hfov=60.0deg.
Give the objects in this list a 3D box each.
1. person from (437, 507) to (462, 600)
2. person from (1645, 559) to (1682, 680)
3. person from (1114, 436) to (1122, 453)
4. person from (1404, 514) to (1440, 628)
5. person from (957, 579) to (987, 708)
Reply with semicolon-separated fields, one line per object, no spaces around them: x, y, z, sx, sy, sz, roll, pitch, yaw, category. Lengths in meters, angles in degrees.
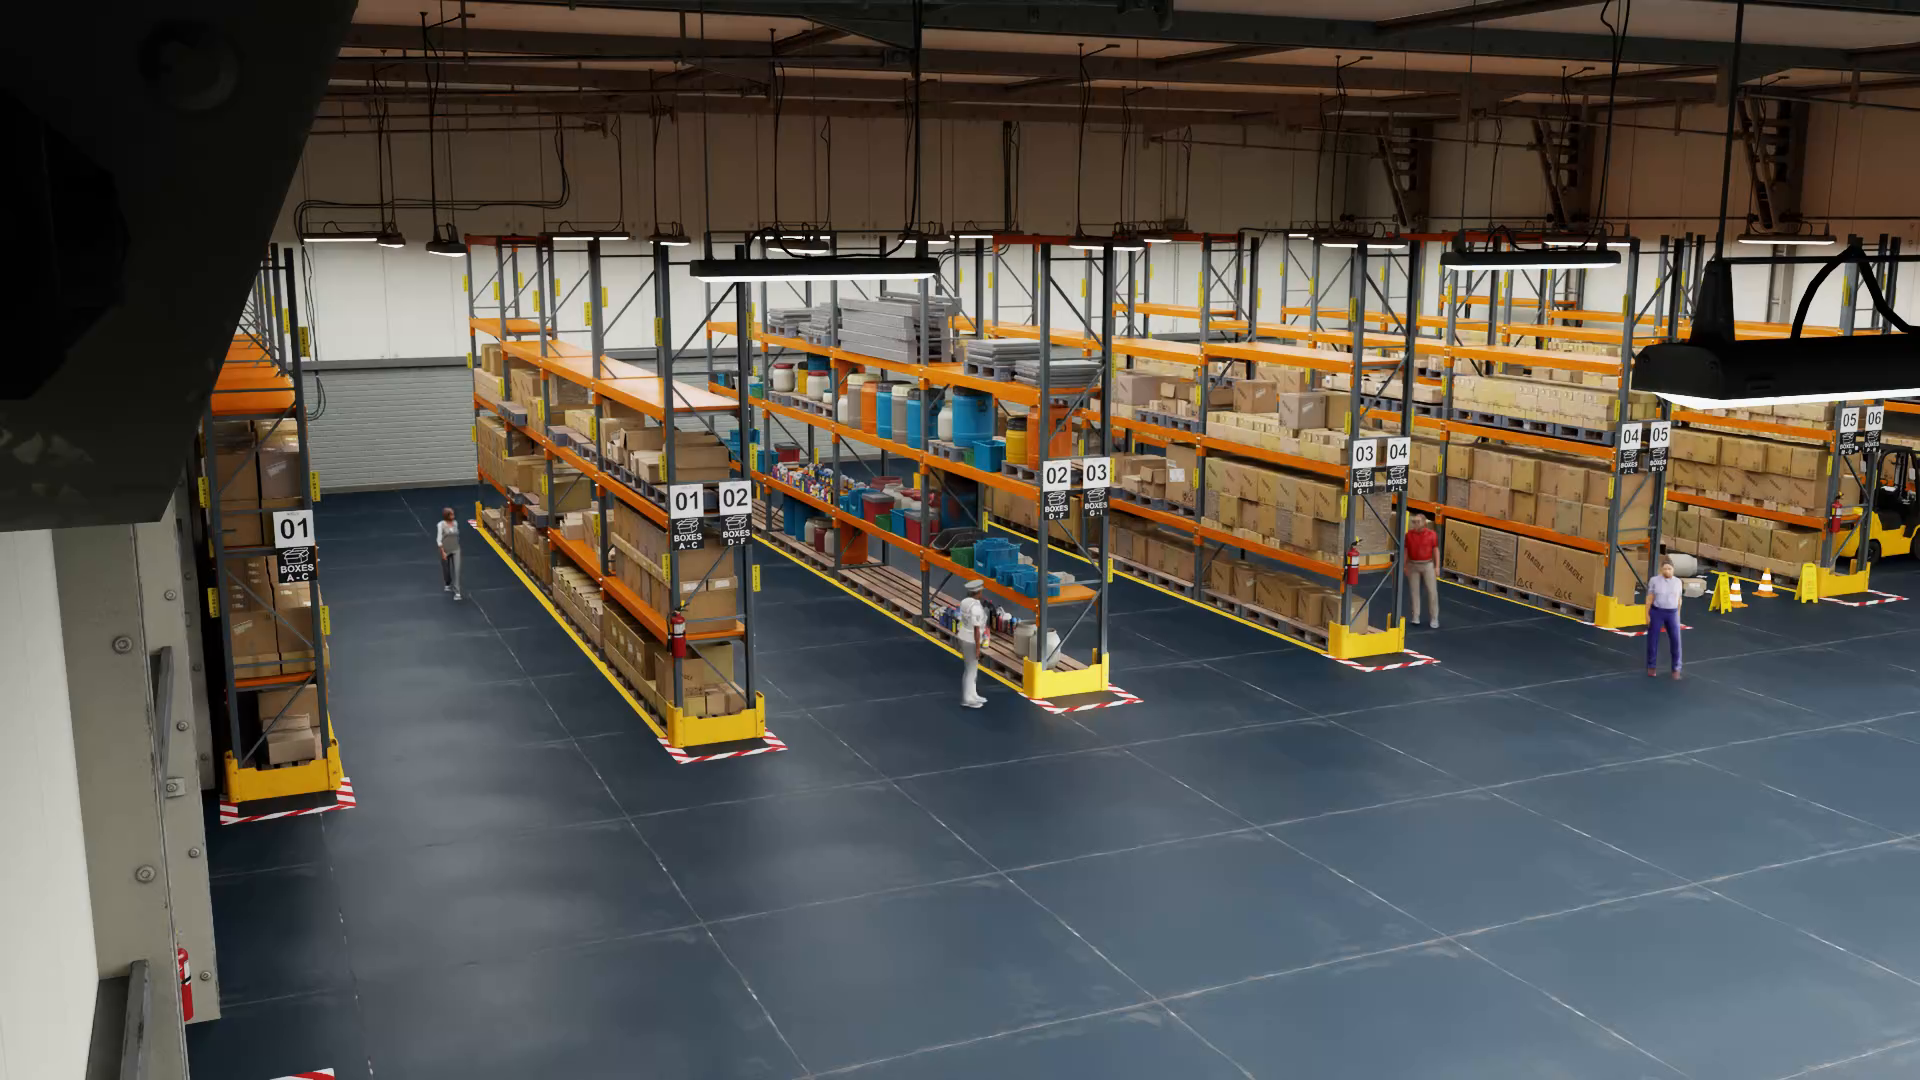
-8.591;0.206;27.982;0.389;1.552;0.920;-4;12;-19;person
9.847;1.100;23.225;0.536;1.682;0.407;2;11;12;person
3.968;-2.885;43.425;0.535;1.706;0.547;5;12;25;person
7.288;0.466;26.213;0.652;1.750;0.441;5;12;26;person
0.187;1.354;21.768;0.419;1.687;0.484;-3;11;-17;person
